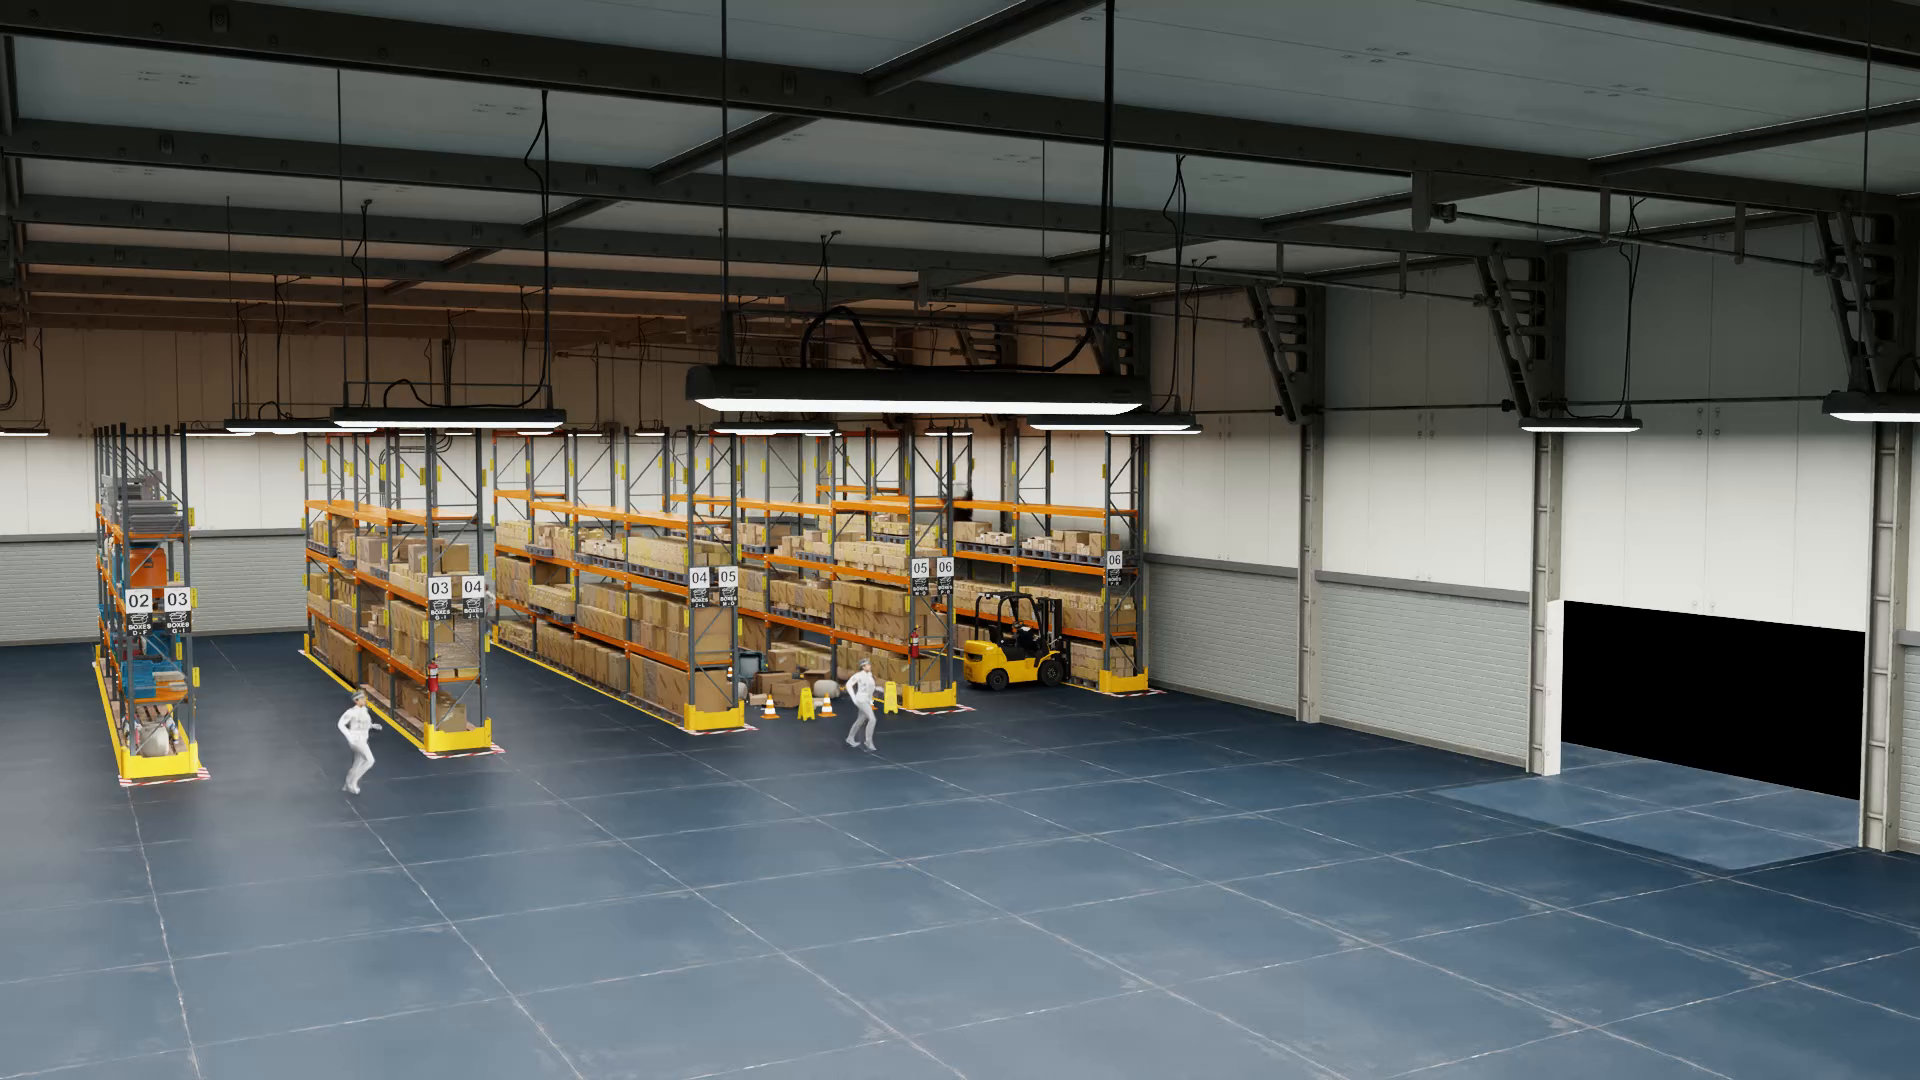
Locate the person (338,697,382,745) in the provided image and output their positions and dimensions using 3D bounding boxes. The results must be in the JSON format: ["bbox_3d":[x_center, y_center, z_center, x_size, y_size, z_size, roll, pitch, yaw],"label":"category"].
[{"bbox_3d":[-9.663,2.877,26.883,0.585,0.828,0.589,0,3,4],"label":"person"}]

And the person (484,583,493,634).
[{"bbox_3d":[-13.741,2.025,48.007,0.782,1.601,0.599,-3,4,-37],"label":"person"}]

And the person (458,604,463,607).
[{"bbox_3d":[-14.150,2.011,47.479,0.682,1.705,0.749,-2,4,-31],"label":"person"}]

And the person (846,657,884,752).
[{"bbox_3d":[-1.775,3.021,30.702,0.754,1.741,0.597,1,4,19],"label":"person"}]
